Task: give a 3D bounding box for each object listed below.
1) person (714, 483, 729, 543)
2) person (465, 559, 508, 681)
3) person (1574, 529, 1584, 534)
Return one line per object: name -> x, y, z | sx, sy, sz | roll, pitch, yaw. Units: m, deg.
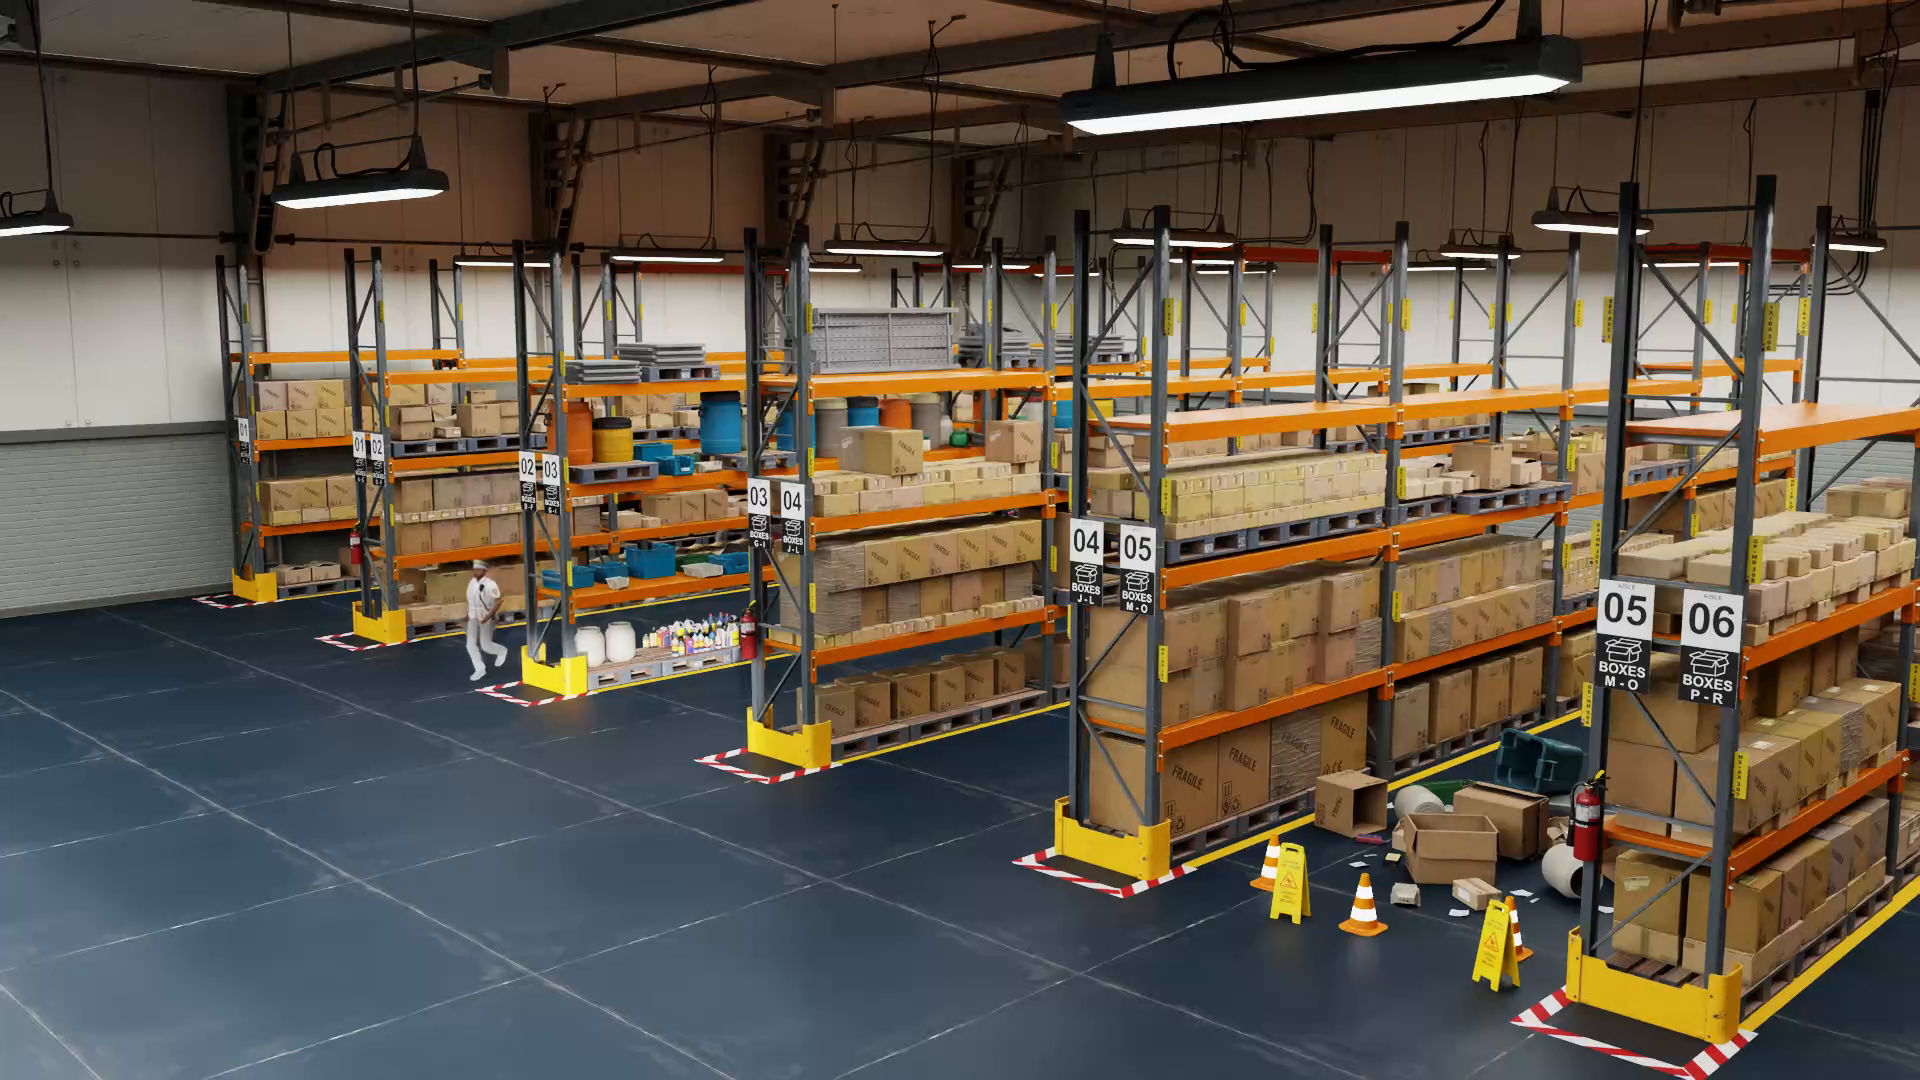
person -> -4.660, -0.276, 32.589 | 0.753, 1.753, 0.560 | -8, 11, -44
person -> -6.620, 1.081, 23.165 | 0.594, 1.675, 0.669 | 3, 9, 19
person -> 9.703, 0.688, 26.044 | 0.744, 1.721, 0.545 | -7, 10, -39
